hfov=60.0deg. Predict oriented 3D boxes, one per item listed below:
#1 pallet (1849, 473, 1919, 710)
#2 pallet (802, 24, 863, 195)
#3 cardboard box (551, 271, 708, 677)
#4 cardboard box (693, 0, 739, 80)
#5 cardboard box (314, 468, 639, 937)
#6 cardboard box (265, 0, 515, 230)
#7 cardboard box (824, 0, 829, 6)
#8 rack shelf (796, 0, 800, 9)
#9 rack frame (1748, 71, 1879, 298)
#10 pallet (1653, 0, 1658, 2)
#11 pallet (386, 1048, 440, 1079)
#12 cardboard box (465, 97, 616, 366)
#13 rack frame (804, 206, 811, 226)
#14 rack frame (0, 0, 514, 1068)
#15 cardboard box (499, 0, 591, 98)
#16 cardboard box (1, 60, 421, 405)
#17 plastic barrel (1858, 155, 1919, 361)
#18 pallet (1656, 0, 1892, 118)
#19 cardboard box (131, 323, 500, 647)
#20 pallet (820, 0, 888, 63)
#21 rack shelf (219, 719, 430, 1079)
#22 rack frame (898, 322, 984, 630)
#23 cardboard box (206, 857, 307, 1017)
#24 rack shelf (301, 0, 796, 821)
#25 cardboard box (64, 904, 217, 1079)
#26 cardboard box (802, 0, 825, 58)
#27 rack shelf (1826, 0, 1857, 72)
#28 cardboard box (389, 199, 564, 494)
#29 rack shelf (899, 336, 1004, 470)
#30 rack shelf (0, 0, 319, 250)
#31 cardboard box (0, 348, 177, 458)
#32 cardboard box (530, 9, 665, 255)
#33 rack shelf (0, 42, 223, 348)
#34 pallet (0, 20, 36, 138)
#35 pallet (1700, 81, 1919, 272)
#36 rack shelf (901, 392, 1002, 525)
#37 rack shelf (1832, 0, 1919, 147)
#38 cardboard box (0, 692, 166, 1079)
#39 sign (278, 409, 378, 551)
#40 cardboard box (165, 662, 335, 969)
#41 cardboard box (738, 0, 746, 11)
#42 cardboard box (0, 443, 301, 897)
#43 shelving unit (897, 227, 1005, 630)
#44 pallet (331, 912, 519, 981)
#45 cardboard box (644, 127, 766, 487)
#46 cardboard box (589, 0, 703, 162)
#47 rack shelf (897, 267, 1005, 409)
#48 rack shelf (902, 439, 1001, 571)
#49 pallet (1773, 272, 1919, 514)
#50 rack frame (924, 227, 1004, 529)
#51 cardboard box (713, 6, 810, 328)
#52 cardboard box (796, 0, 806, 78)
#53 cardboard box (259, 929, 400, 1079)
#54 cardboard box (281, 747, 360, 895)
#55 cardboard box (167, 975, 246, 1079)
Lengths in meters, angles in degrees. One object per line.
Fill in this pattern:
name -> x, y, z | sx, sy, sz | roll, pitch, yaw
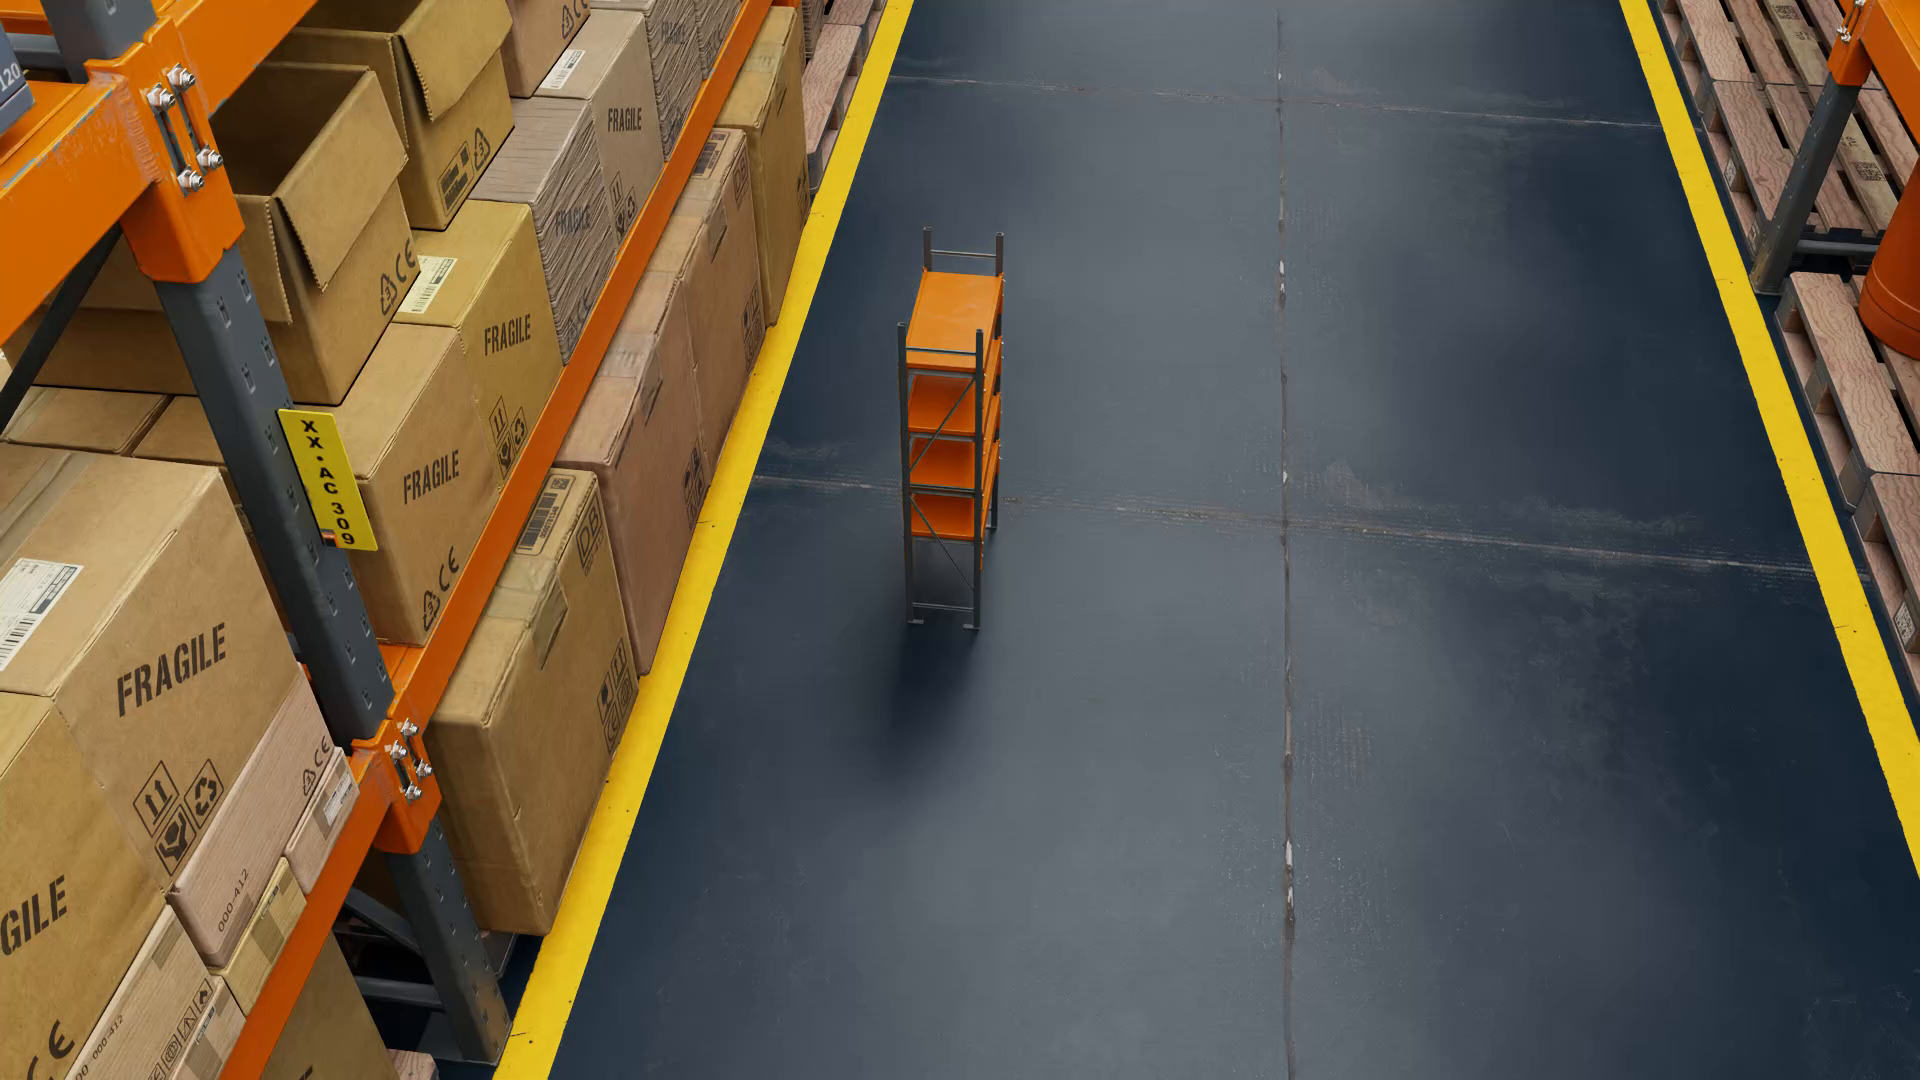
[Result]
pallet -> 3.528, 0.297, 5.283 | 1.003, 0.211, 1.213 | 5, 44, 6
pallet -> -1.050, -2.056, 7.767 | 1.003, 0.211, 1.213 | 5, 44, 6
cardboard box -> -1.502, -0.238, 5.059 | 1.225, 0.875, 0.875 | 4, 44, 4
cardboard box -> -1.047, -1.874, 5.475 | 0.500, 0.500, 0.500 | 5, 44, 5
cardboard box -> -1.619, 0.371, 4.416 | 1.225, 0.875, 0.875 | 5, 44, 6
cardboard box -> -1.506, -1.113, 3.941 | 0.797, 0.503, 0.637 | 6, 44, 6
cardboard box -> -0.958, -3.012, 8.248 | 0.700, 0.500, 0.500 | 9, 44, 9
rack shelf -> -0.891, -3.638, 7.933 | 1.077, 0.370, 4.000 | 5, 44, 6
rack frame -> 3.754, -2.086, 5.771 | 1.000, 3.000, 0.127 | 5, 44, 6
pallet -> 4.218, -3.260, 9.040 | 1.003, 0.211, 1.213 | 5, 44, 6
pallet -> -1.862, 1.714, 3.786 | 1.003, 0.211, 1.213 | 5, 44, 6
cardboard box -> -1.243, -0.820, 4.362 | 0.500, 0.500, 0.500 | 4, 44, 5
rack frame -> -1.155, -2.536, 6.246 | 1.000, 3.000, 0.127 | 5, 44, 6
rack frame -> -1.684, 0.190, 3.367 | 1.000, 3.000, 0.127 | 5, 44, 6
cardboard box -> -1.439, -1.538, 4.390 | 0.797, 0.503, 0.637 | 7, 44, 7
cardboard box -> -1.608, -0.646, 3.449 | 0.797, 0.503, 0.637 | 4, 44, 4
plastic barrel -> 3.707, -1.115, 6.019 | 0.600, 0.830, 0.708 | 5, 44, 6
pallet -> 4.059, -2.426, 8.159 | 1.003, 0.211, 1.213 | 5, 44, 6
cardboard box -> -1.375, -0.137, 3.640 | 0.500, 0.500, 0.500 | 5, 44, 6
pallet -> -0.887, -2.885, 8.643 | 1.003, 0.211, 1.213 | 5, 44, 6
rack shelf -> -1.948, 1.815, 2.175 | 1.077, 0.370, 4.000 | 5, 44, 6
rack frame -> -0.054, -0.157, 5.043 | 0.240, 1.200, 0.015 | 5, 44, 6
cardboard box -> -1.433, 0.695, 3.017 | 0.380, 0.149, 0.250 | 6, 44, 6
rack shelf -> -1.420, -0.911, 5.054 | 1.077, 0.370, 4.000 | 5, 44, 6
cardboard box -> -1.548, 0.814, 2.601 | 0.500, 0.250, 0.500 | 6, 44, 7
cardboard box -> -1.026, -2.625, 7.839 | 0.700, 0.500, 0.500 | 2, 43, 2
rack shelf -> 4.019, -3.187, 7.458 | 1.077, 0.370, 4.000 | 5, 44, 6
cardboard box -> -1.310, -0.479, 4.002 | 0.500, 0.500, 0.500 | 5, 44, 6
rack shelf -> -0.022, -0.436, 5.111 | 0.258, 0.148, 0.480 | 5, 44, 6
rack shelf -> -1.420, -2.001, 4.023 | 1.077, 0.370, 4.000 | 5, 44, 6
cardboard box -> -1.893, -0.190, 3.696 | 0.500, 0.500, 0.500 | 5, 44, 6
cardboard box -> -1.180, -1.173, 4.735 | 0.500, 0.500, 0.500 | 6, 44, 6
rack shelf -> -1.948, 0.725, 1.144 | 1.077, 0.370, 4.000 | 5, 44, 6
pallet -> -1.803, -0.310, 1.779 | 1.003, 0.211, 1.213 | 5, 44, 6
pallet -> 3.895, -1.597, 7.284 | 1.003, 0.211, 1.213 | 5, 44, 6
rack shelf -> -0.022, -0.274, 5.265 | 0.258, 0.148, 0.480 | 5, 44, 6
rack shelf -> 3.490, -0.461, 4.579 | 1.077, 0.370, 4.000 | 5, 44, 6
cardboard box -> -1.550, 0.543, 2.342 | 0.500, 0.500, 0.500 | 6, 44, 6
sign -> -1.134, -0.103, 2.990 | 0.100, 0.325, 0.005 | 5, 44, 6
cardboard box -> -1.482, 0.462, 2.974 | 0.500, 0.250, 0.500 | 4, 44, 5
cardboard box -> -0.975, -2.213, 5.833 | 0.500, 0.500, 0.500 | 6, 44, 7
cardboard box -> -1.480, 0.202, 2.702 | 0.500, 0.500, 0.500 | 6, 44, 7
shelving unit -> -0.022, -0.323, 5.218 | 0.258, 1.200, 0.503 | 5, 44, 6
pallet -> -1.657, 0.670, 4.889 | 1.003, 0.211, 1.213 | 5, 44, 6
cardboard box -> -1.393, -0.841, 5.697 | 1.225, 0.875, 0.875 | 5, 44, 6
cardboard box -> -1.112, -1.520, 5.101 | 0.500, 0.500, 0.500 | 4, 44, 4
rack shelf -> -0.022, -0.608, 4.948 | 0.258, 0.148, 0.480 | 5, 44, 6
rack shelf -> -0.022, -0.130, 5.401 | 0.258, 0.148, 0.480 | 5, 44, 6
pallet -> 3.691, -0.532, 6.158 | 1.003, 0.211, 1.213 | 5, 44, 6
rack frame -> 0.010, -0.489, 5.394 | 0.240, 1.200, 0.015 | 5, 44, 6
cardboard box -> -1.267, -1.448, 6.338 | 1.225, 0.875, 0.875 | 3, 44, 4
cardboard box -> -1.086, -2.246, 7.439 | 0.700, 0.500, 0.500 | 3, 44, 3
cardboard box -> -1.851, 1.252, 3.486 | 0.875, 0.875, 0.875 | 5, 44, 6
cardboard box -> -1.400, 0.519, 3.203 | 0.380, 0.149, 0.250 | 5, 44, 6
cardboard box -> -1.468, 0.870, 2.833 | 0.380, 0.149, 0.250 | 5, 44, 5
